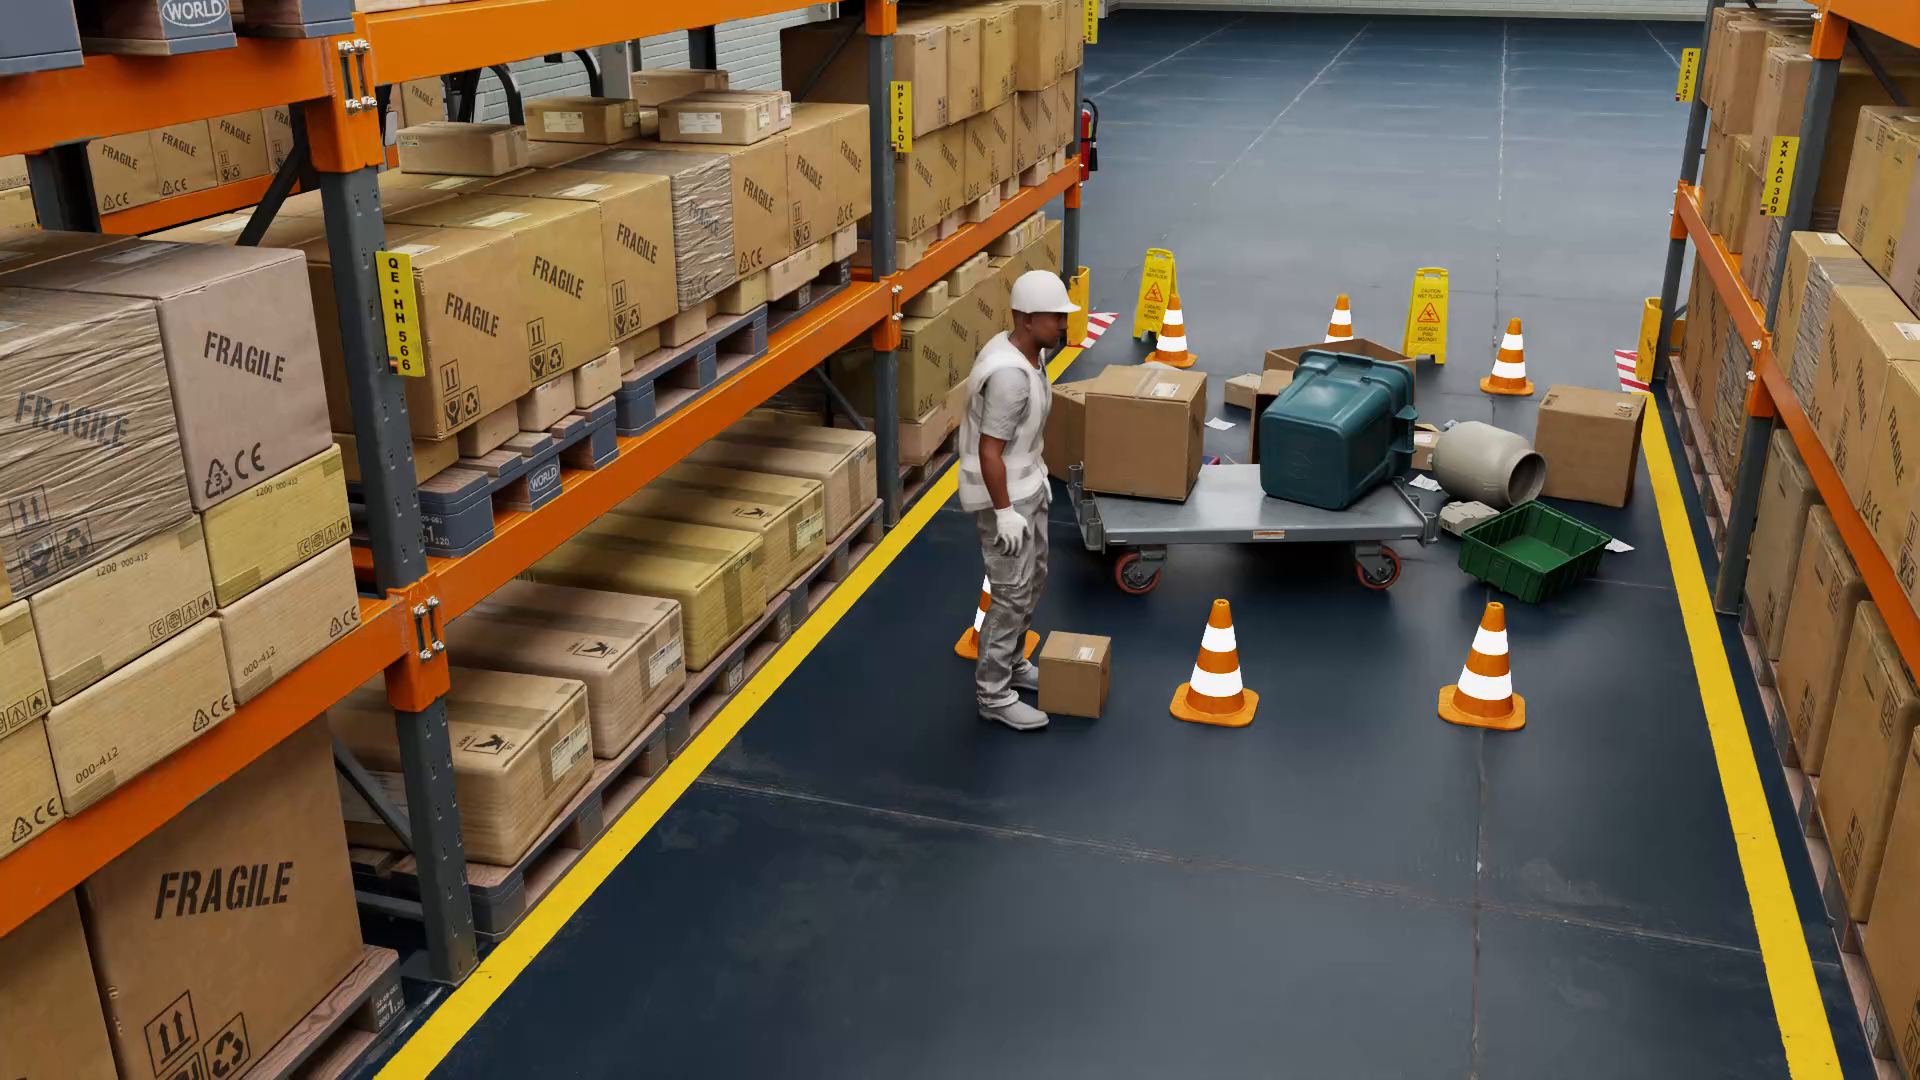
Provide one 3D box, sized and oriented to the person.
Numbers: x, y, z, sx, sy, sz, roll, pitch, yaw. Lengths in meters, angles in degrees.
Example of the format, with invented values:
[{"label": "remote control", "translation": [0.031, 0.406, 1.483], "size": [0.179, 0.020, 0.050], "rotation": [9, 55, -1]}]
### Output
[{"label": "person", "translation": [0.225, -0.169, 6.499], "size": [0.447, 1.773, 0.616], "rotation": [5, 22, 13]}]
